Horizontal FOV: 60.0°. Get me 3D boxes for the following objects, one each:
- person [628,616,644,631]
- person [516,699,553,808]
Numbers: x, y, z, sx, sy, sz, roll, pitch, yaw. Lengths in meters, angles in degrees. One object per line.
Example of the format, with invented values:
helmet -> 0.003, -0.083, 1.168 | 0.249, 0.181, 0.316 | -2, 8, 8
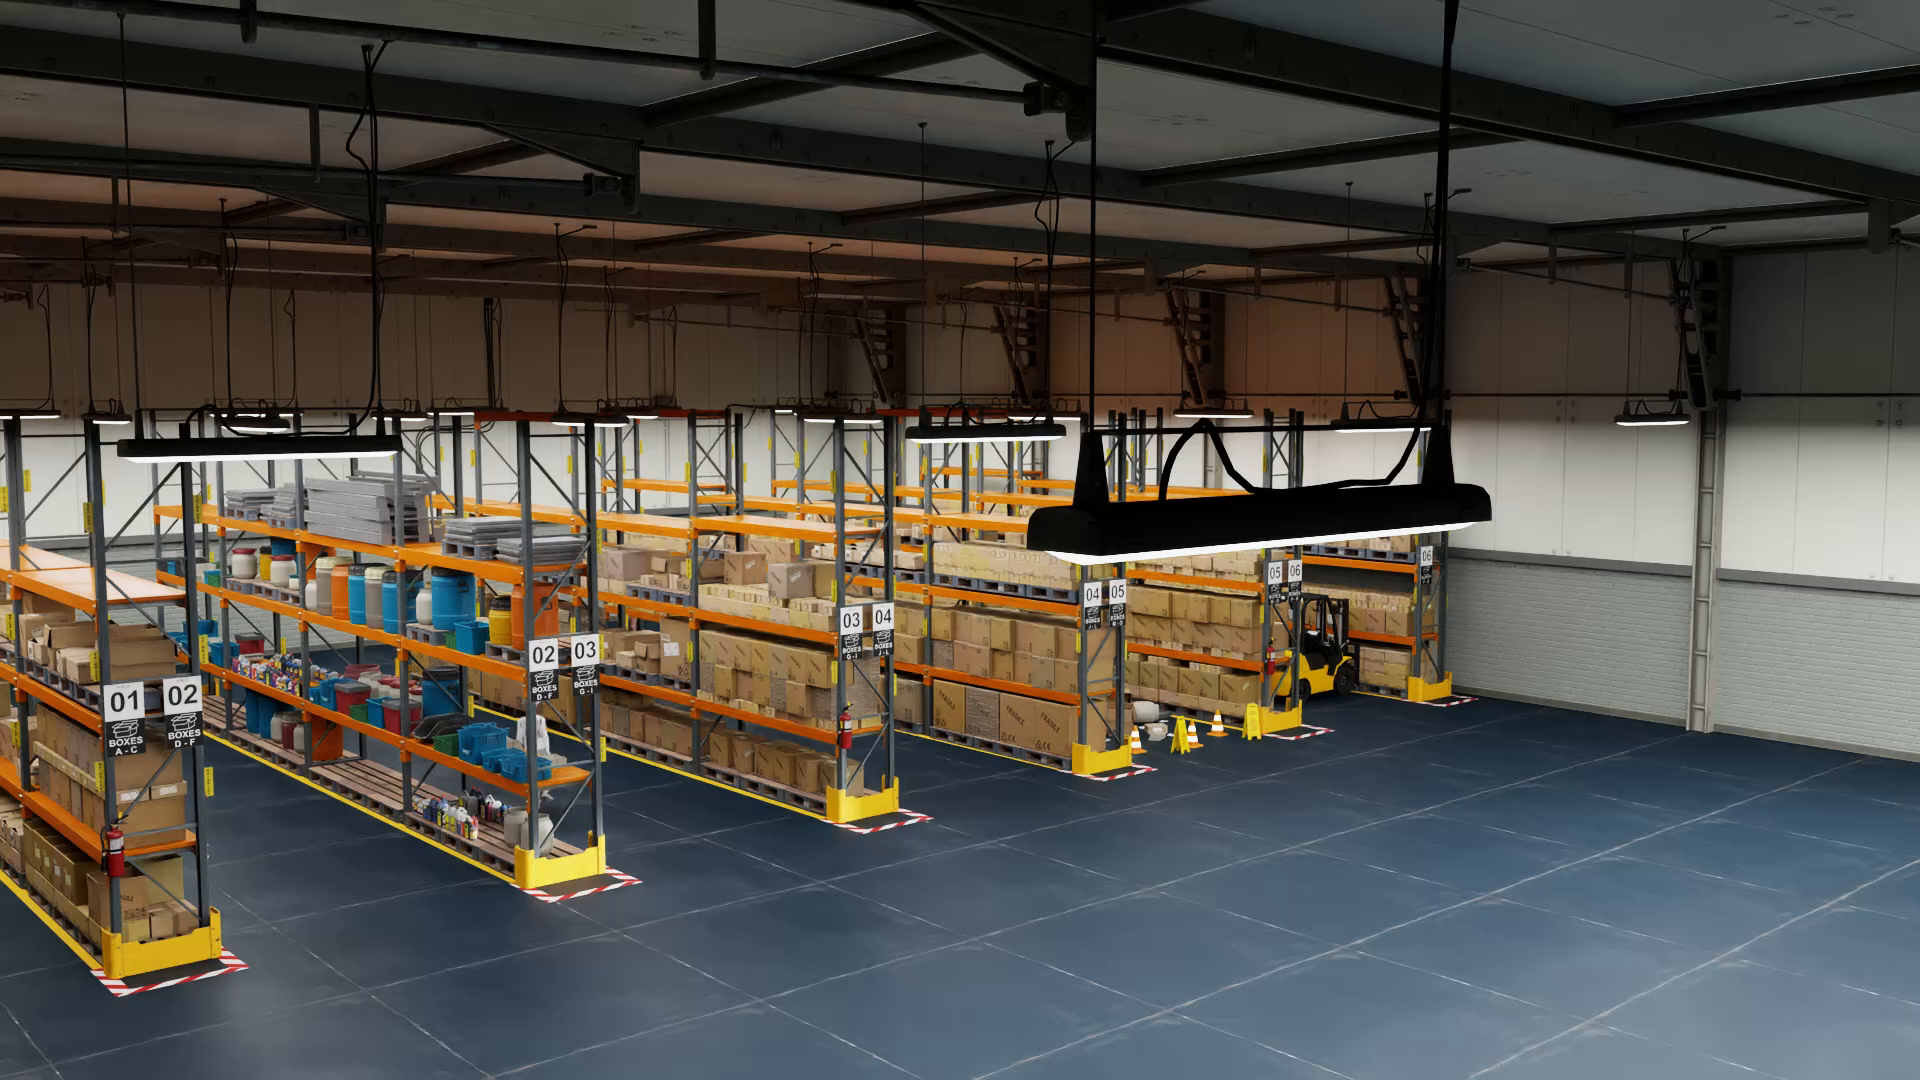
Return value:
person -> -8.086, 1.848, 41.705 | 0.483, 1.648, 0.850 | 3, 6, 29
person -> -6.528, 3.249, 25.485 | 0.519, 1.671, 0.449 | -2, 5, -23
